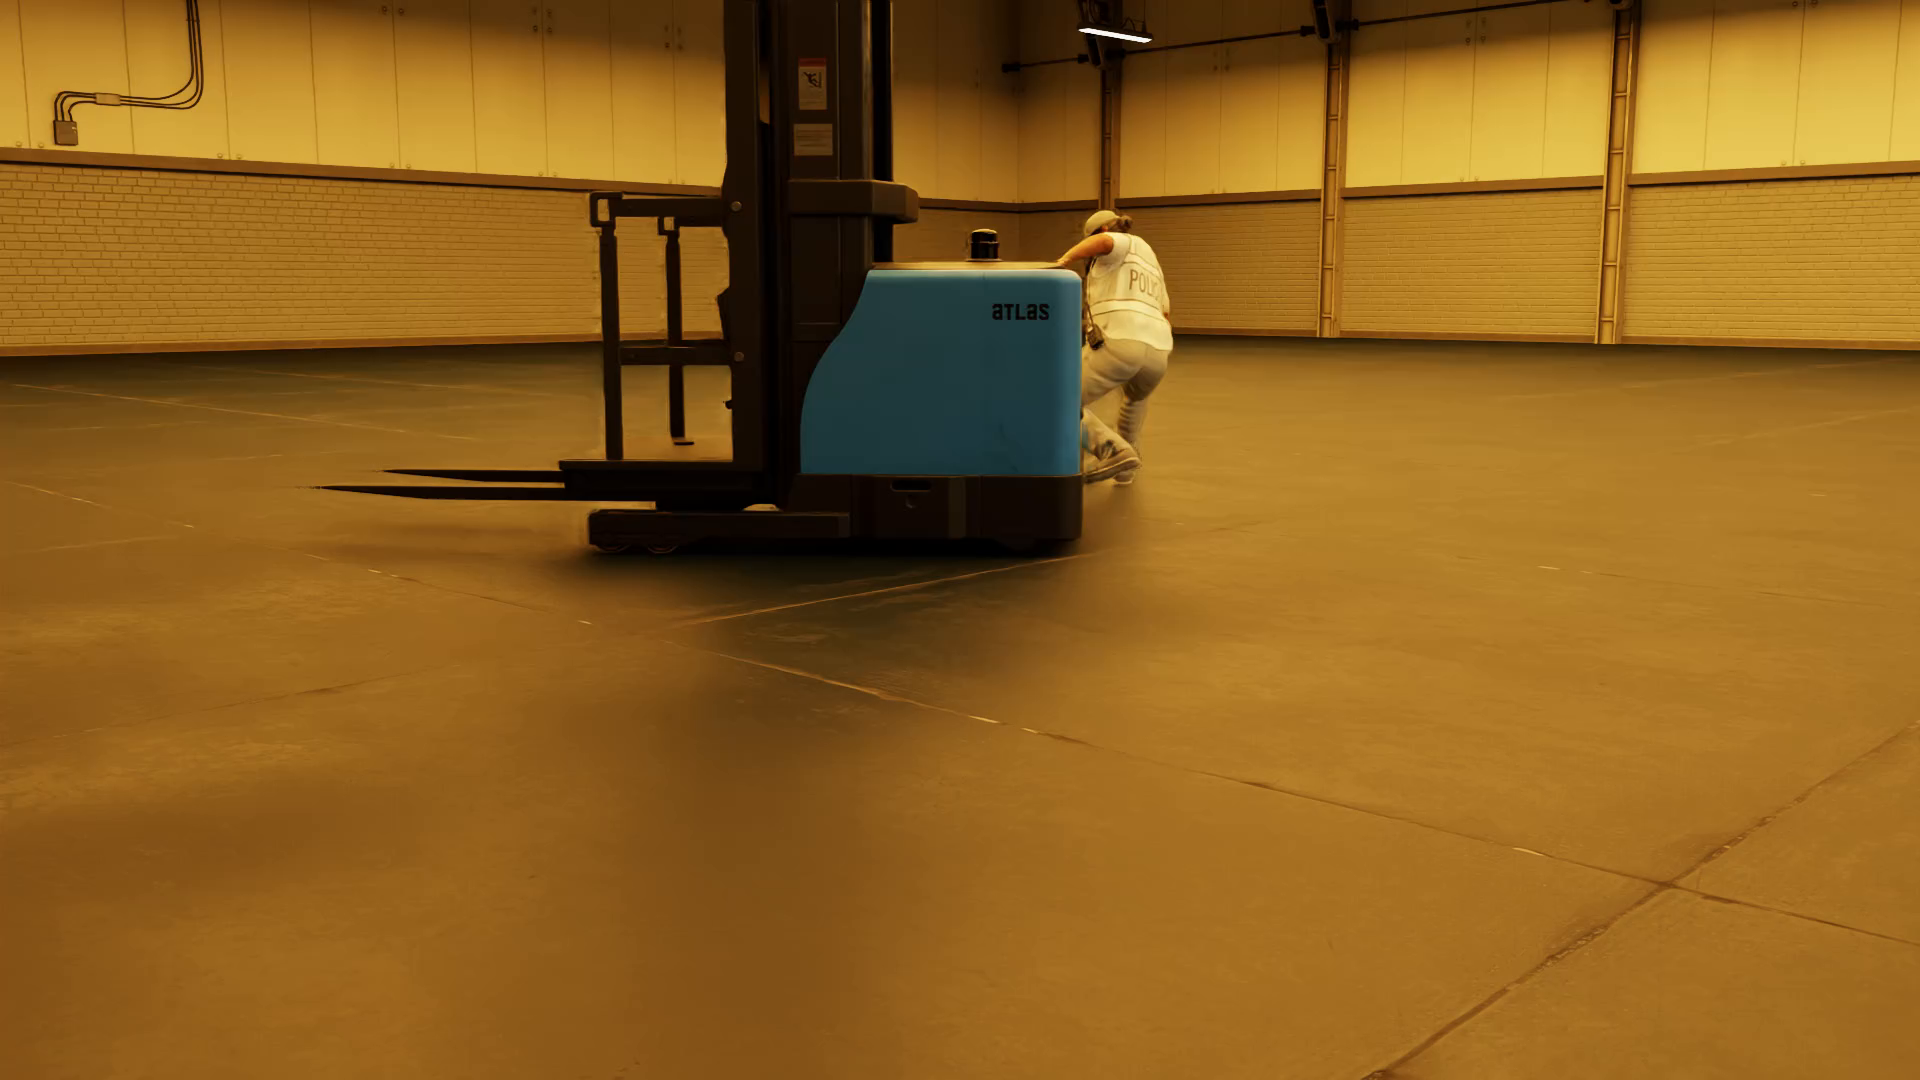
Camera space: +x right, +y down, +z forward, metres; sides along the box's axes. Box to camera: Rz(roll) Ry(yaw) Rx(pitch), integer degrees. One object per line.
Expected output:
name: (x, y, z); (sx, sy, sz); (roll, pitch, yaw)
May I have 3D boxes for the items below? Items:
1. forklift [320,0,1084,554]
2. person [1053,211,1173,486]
forklift: (-1.016, -1.473, 6.653); (3.031, 2.935, 1.130); (1, 9, 4)
person: (0.717, -0.916, 8.143); (1.096, 1.395, 0.710); (-8, 12, -42)
